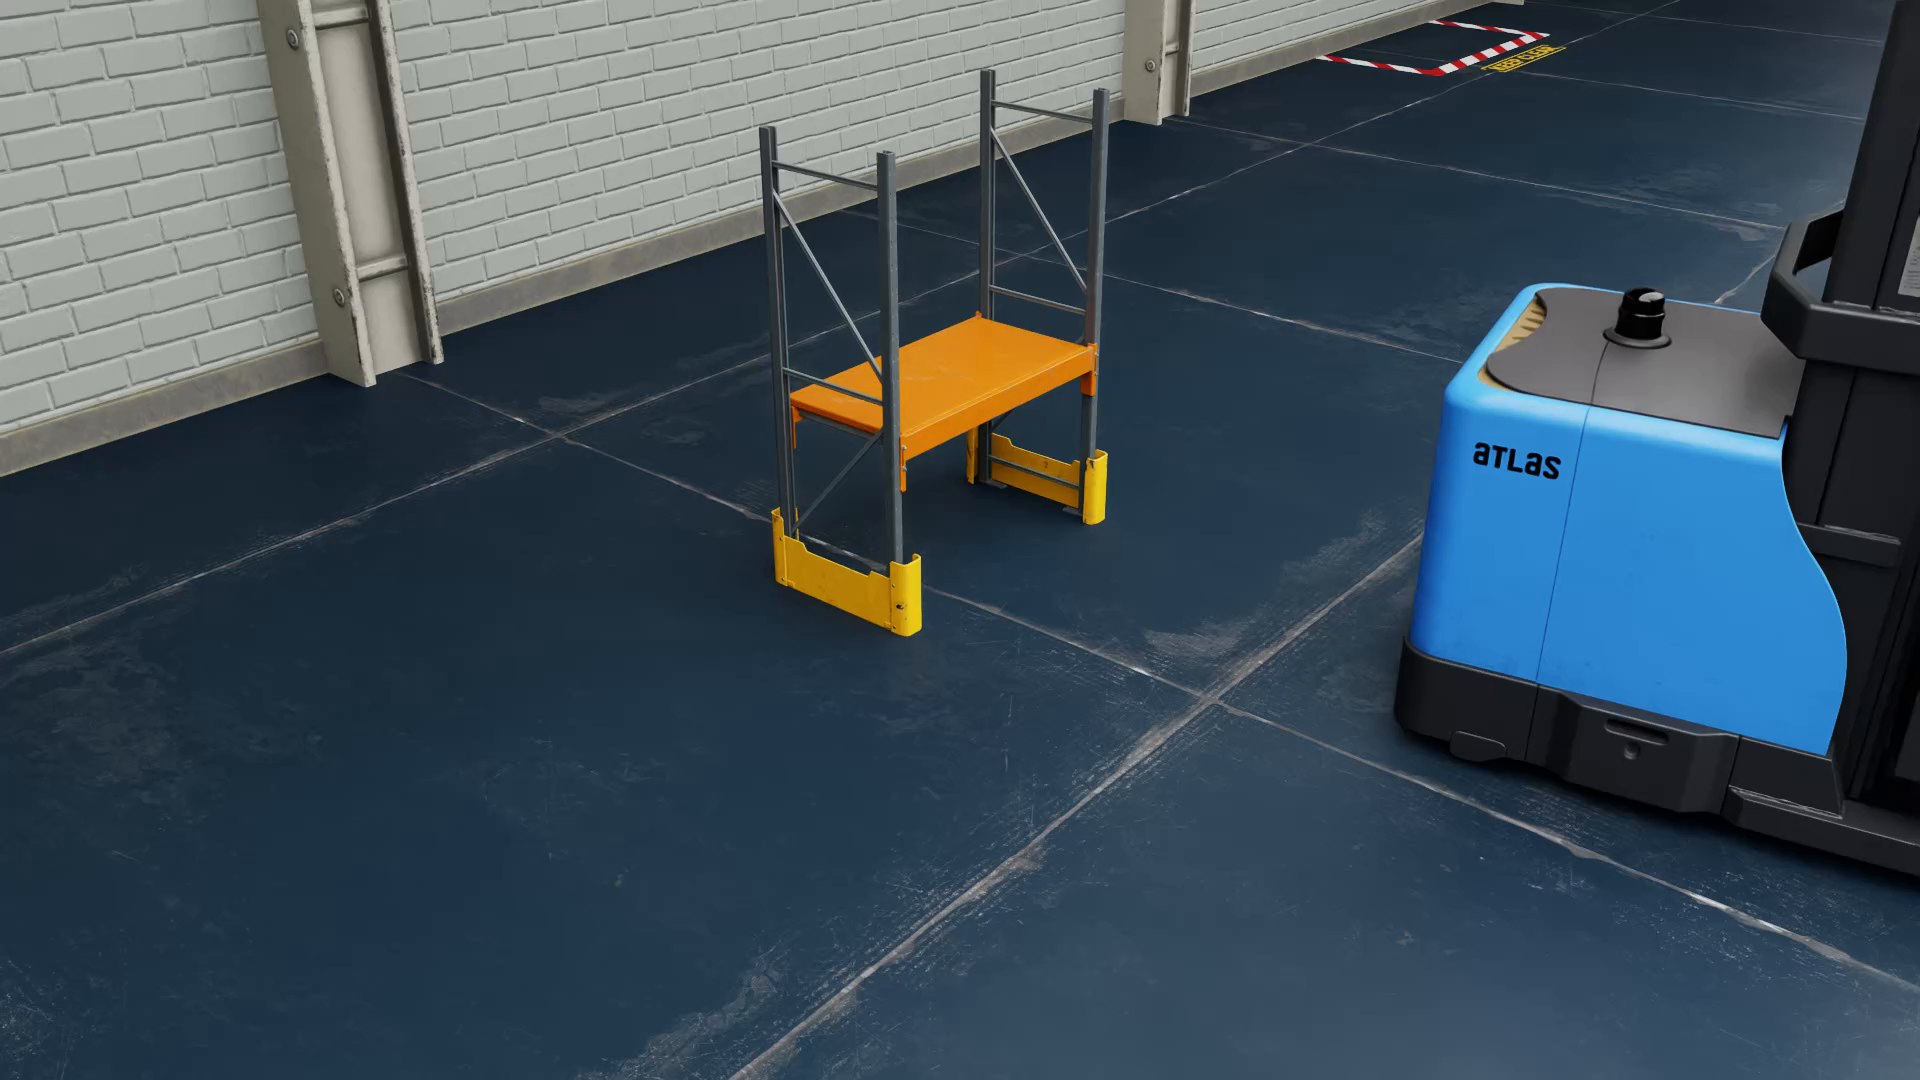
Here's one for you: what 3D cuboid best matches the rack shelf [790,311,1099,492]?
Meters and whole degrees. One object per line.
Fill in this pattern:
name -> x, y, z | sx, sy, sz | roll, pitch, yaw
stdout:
rack shelf -> -0.054, -0.476, 5.430 | 0.538, 0.185, 1.000 | 21, 34, 34

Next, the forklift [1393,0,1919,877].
forklift -> 2.754, -0.602, 3.724 | 3.031, 2.935, 1.130 | 14, 31, 25

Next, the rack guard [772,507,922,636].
rack guard -> -0.365, 0.093, 5.299 | 0.587, 0.250, 0.087 | 21, 34, 34

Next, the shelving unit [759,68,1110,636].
shelving unit -> -0.048, -0.639, 5.353 | 0.587, 1.500, 1.083 | 21, 34, 34

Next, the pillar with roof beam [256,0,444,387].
pillar with roof beam -> 0.830, -3.495, 2.711 | 9.100, 9.000, 0.400 | 21, 34, 34

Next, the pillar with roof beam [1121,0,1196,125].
pillar with roof beam -> 4.646, -5.622, 6.824 | 9.100, 9.000, 0.400 | 21, 34, 34

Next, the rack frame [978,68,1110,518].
rack frame -> 0.269, -0.816, 5.695 | 0.500, 1.500, 0.032 | 21, 34, 34

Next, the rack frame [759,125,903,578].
rack frame -> -0.378, -0.456, 4.999 | 0.500, 1.500, 0.032 | 21, 34, 34

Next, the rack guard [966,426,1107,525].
rack guard -> 0.268, -0.261, 5.982 | 0.587, 0.250, 0.087 | 21, 34, 34

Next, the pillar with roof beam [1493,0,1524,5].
pillar with roof beam -> 8.463, -7.749, 10.936 | 9.100, 9.000, 0.400 | 21, 34, 34
